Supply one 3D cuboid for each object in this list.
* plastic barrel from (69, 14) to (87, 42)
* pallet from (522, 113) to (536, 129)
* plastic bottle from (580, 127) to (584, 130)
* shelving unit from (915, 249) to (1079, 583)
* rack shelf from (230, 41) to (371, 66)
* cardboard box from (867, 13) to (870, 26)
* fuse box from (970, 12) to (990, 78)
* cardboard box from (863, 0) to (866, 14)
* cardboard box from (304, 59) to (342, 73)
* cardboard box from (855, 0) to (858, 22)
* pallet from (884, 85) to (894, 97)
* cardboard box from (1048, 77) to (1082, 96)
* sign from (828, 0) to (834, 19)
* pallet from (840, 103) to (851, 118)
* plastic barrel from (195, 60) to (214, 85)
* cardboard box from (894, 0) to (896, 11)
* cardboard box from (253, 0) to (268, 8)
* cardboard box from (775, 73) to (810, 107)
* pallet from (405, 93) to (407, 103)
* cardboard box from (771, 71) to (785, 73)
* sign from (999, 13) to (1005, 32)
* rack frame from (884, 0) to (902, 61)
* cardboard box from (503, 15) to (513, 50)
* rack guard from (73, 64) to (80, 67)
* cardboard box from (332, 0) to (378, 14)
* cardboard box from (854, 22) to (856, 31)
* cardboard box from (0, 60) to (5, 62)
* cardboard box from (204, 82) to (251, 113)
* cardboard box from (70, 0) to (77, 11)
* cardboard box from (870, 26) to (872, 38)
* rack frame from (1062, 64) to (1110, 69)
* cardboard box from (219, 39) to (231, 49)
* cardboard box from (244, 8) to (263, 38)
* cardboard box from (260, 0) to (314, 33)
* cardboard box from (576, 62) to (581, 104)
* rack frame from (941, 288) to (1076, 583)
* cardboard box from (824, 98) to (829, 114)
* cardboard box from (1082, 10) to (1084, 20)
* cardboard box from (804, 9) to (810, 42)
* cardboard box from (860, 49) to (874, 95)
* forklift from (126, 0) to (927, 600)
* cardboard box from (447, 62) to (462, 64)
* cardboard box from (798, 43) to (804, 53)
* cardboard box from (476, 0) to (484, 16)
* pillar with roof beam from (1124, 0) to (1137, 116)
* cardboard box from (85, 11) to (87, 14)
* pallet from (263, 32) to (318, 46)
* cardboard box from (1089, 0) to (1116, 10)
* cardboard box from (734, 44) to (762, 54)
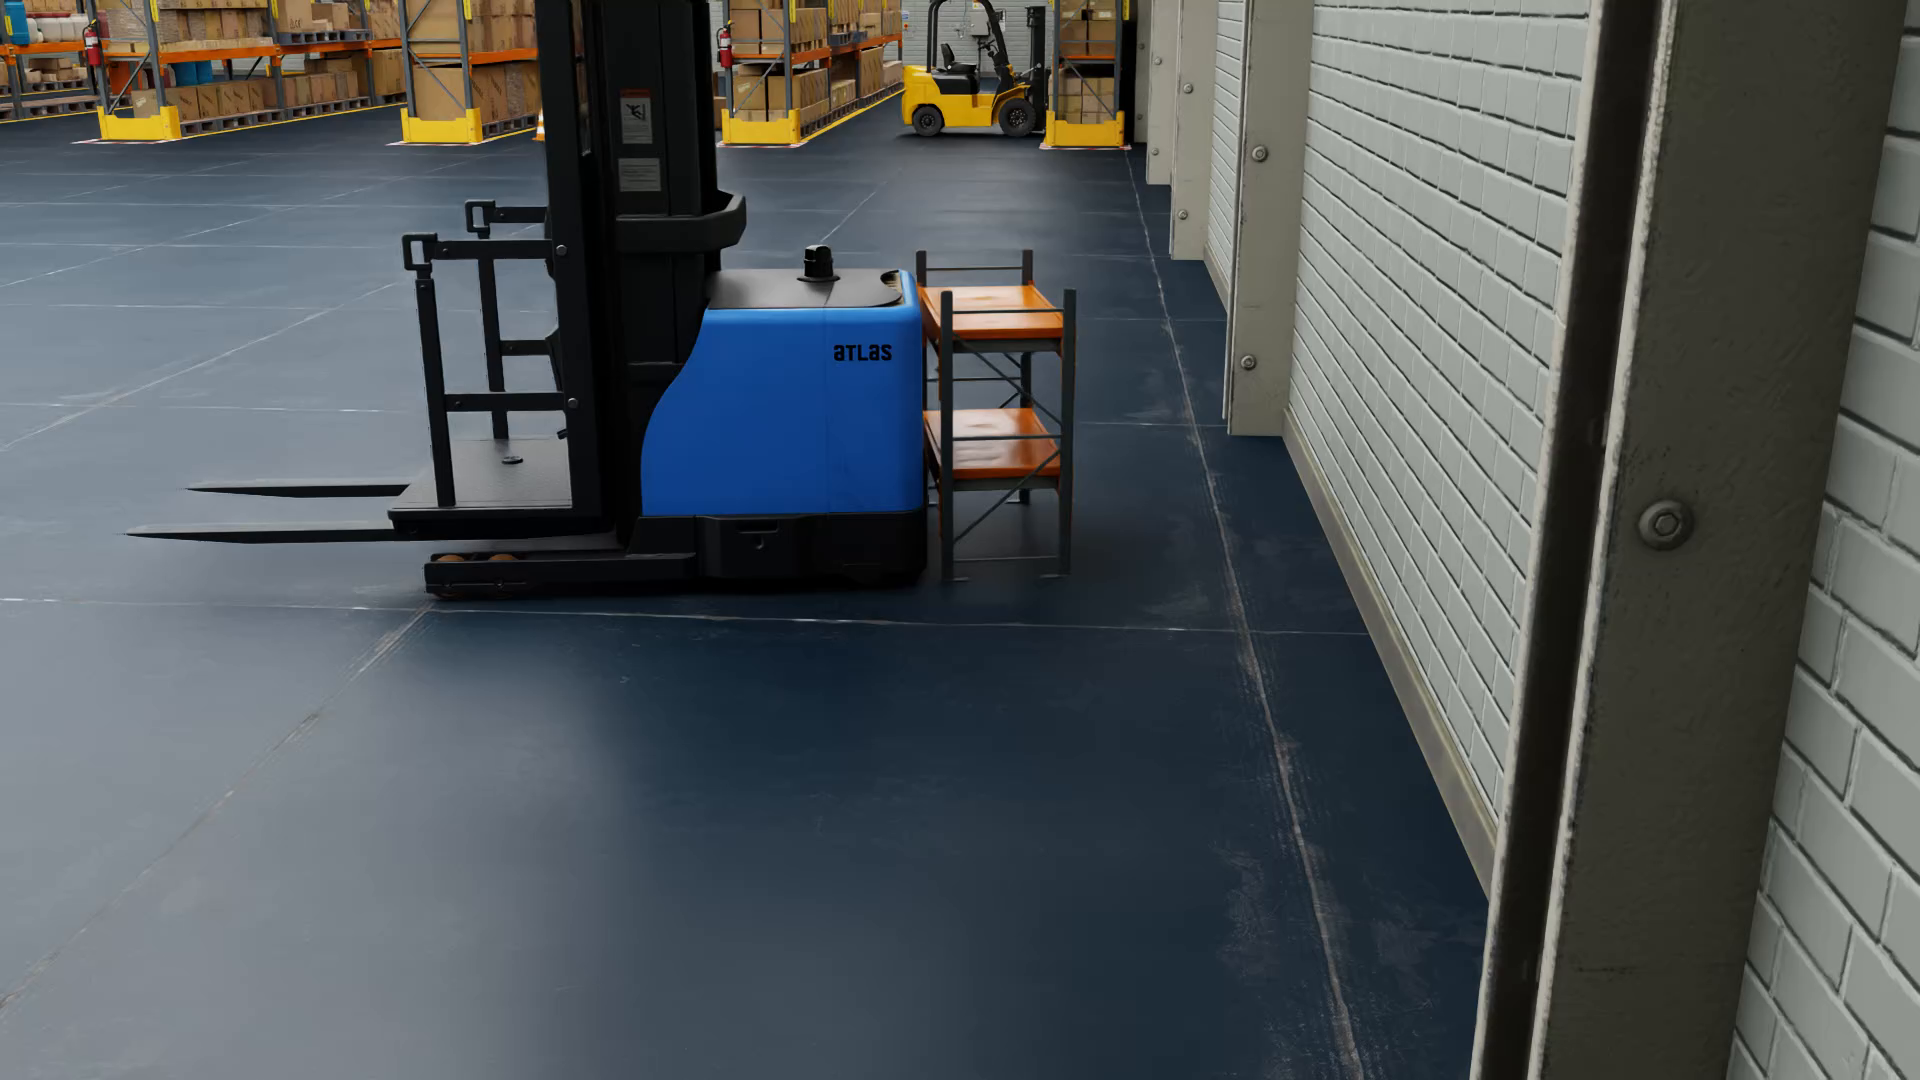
[{"bbox_3d":[-17.199,-9.943,32.272,0.421,0.512,0.421,0,18,0],"label":"plastic barrel"},{"bbox_3d":[-7.848,-7.291,28.835,1.003,0.211,1.213,1,18,4],"label":"pallet"},{"bbox_3d":[-6.425,-6.863,27.770,0.283,0.061,0.133,-5,19,-15],"label":"plastic bottle"},{"bbox_3d":[0.120,-0.541,6.769,0.538,1.125,1.048,-2,18,-6],"label":"shelving unit"},{"bbox_3d":[-12.512,-9.272,31.557,1.077,0.370,4.000,1,18,4],"label":"rack shelf"},{"bbox_3d":[-2.115,-10.647,34.036,0.500,0.250,0.500,1,18,4],"label":"cardboard box"},{"bbox_3d":[0.556,-13.546,45.514,0.539,1.711,0.414,1,18,4],"label":"fuse box"},{"bbox_3d":[-2.179,-10.838,33.416,0.500,0.500,0.500,1,18,4],"label":"cardboard box"},{"bbox_3d":[-12.414,-9.239,32.404,0.500,0.250,0.500,3,18,10],"label":"cardboard box"},{"bbox_3d":[-2.239,-10.255,32.089,0.500,0.500,0.500,1,18,2],"label":"cardboard box"},{"bbox_3d":[-2.064,-10.165,37.607,1.003,0.211,1.213,1,18,4],"label":"pallet"},{"bbox_3d":[1.616,-6.937,25.413,0.500,0.250,0.500,2,18,6],"label":"cardboard box"},{"bbox_3d":[-2.229,-9.173,28.710,0.100,0.325,0.005,1,18,4],"label":"sign"},{"bbox_3d":[-2.631,-8.068,31.206,1.003,0.211,1.213,1,18,4],"label":"pallet"},{"bbox_3d":[-17.078,-10.622,37.217,0.600,0.901,0.708,1,18,4],"label":"plastic barrel"},{"bbox_3d":[-1.754,-12.549,38.638,0.500,0.500,0.500,1,18,4],"label":"cardboard box"},{"bbox_3d":[-12.413,-9.511,28.887,0.500,0.500,0.500,1,18,4],"label":"cardboard box"},{"bbox_3d":[-2.689,-7.192,26.593,0.500,0.500,0.500,1,18,2],"label":"cardboard box"},{"bbox_3d":[-12.146,-9.531,35.670,1.003,0.211,1.213,1,18,4],"label":"pallet"},{"bbox_3d":[-3.148,-7.516,27.580,0.500,0.500,0.500,2,18,7],"label":"cardboard box"},{"bbox_3d":[1.063,-14.166,45.491,0.329,0.494,0.001,1,18,4],"label":"sign"},{"bbox_3d":[-1.910,-12.498,40.248,1.000,3.000,0.127,1,18,4],"label":"rack frame"},{"bbox_3d":[-7.841,-8.304,27.206,0.875,0.550,0.500,1,18,4],"label":"cardboard box"},{"bbox_3d":[-21.681,-11.730,41.919,1.175,0.500,0.348,1,18,4],"label":"rack guard"},{"bbox_3d":[-12.300,-10.986,33.861,0.797,0.503,0.637,2,18,6],"label":"cardboard box"},{"bbox_3d":[-2.193,-9.823,31.812,0.380,0.149,0.250,1,18,3],"label":"cardboard box"},{"bbox_3d":[-22.204,-10.904,38.691,0.500,0.500,0.500,1,18,4],"label":"cardboard box"},{"bbox_3d":[-12.757,-7.703,28.954,0.500,0.500,0.500,7,20,21],"label":"cardboard box"},{"bbox_3d":[-21.501,-13.002,40.020,0.500,0.500,0.500,2,18,5],"label":"cardboard box"},{"bbox_3d":[-2.103,-10.565,34.589,0.500,0.250,0.500,1,18,4],"label":"cardboard box"},{"bbox_3d":[2.467,-9.904,32.331,1.000,3.000,0.127,1,18,4],"label":"rack frame"},{"bbox_3d":[-12.499,-8.334,27.944,0.380,0.149,0.250,1,18,4],"label":"cardboard box"},{"bbox_3d":[-12.749,-9.043,29.065,0.875,0.500,0.500,1,18,4],"label":"cardboard box"},{"bbox_3d":[-12.458,-9.721,30.134,1.000,1.000,1.000,1,18,4],"label":"cardboard box"},{"bbox_3d":[-7.687,-8.475,30.909,1.050,0.750,0.750,1,18,4],"label":"cardboard box"},{"bbox_3d":[0.178,-0.384,6.289,0.500,1.125,0.032,-2,18,-6],"label":"rack frame"},{"bbox_3d":[-2.545,-7.475,28.658,0.500,0.250,0.500,2,18,6],"label":"cardboard box"},{"bbox_3d":[1.708,-8.048,25.466,0.380,0.149,0.250,2,18,5],"label":"cardboard box"},{"bbox_3d":[-2.677,-8.178,26.425,0.500,0.500,0.500,1,18,3],"label":"cardboard box"},{"bbox_3d":[-2.283,-9.693,34.425,0.875,0.875,0.875,2,18,5],"label":"cardboard box"},{"bbox_3d":[-1.663,-1.337,6.296,3.031,2.935,1.130,-1,18,-3],"label":"forklift"},{"bbox_3d":[-11.954,-10.870,38.018,0.875,0.875,0.875,1,18,4],"label":"cardboard box"},{"bbox_3d":[-2.659,-7.748,26.154,0.380,0.149,0.250,2,18,5],"label":"cardboard box"},{"bbox_3d":[-7.989,-8.480,26.010,0.875,0.550,0.550,1,18,4],"label":"cardboard box"},{"bbox_3d":[-1.021,-12.426,30.393,9.100,9.000,0.400,1,18,4],"label":"pillar with roof beam"},{"bbox_3d":[-21.470,-12.683,40.651,0.500,0.500,0.500,1,18,4],"label":"cardboard box"},{"bbox_3d":[-12.455,-9.135,30.294,1.003,0.211,1.213,1,18,4],"label":"pallet"},{"bbox_3d":[2.131,-8.016,24.889,0.380,0.149,0.250,1,18,3],"label":"cardboard box"},{"bbox_3d":[-3.244,-7.531,25.491,0.380,0.149,0.250,2,18,6],"label":"cardboard box"}]
